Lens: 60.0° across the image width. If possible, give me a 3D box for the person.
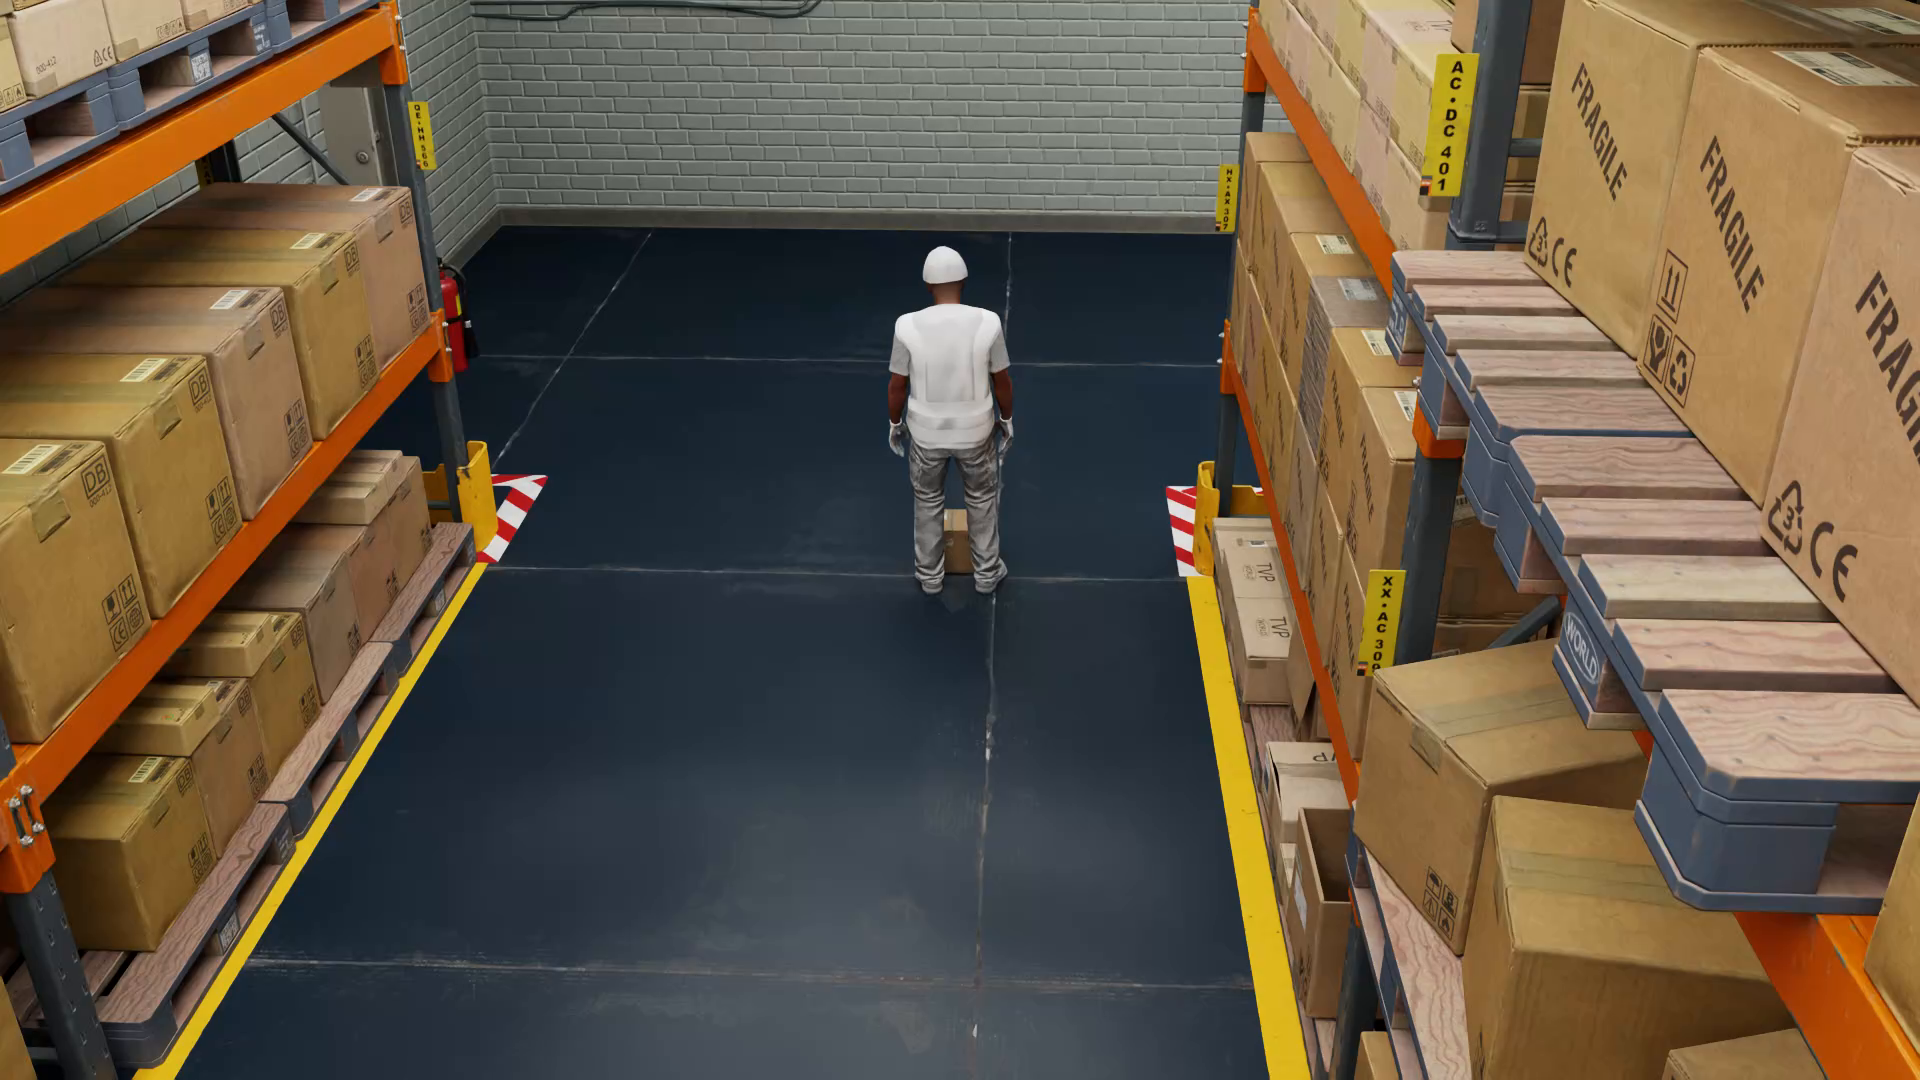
[{"bbox_3d":[-0.043,-0.560,8.176,0.619,1.772,0.450,0,28,-1],"label":"person"}]
